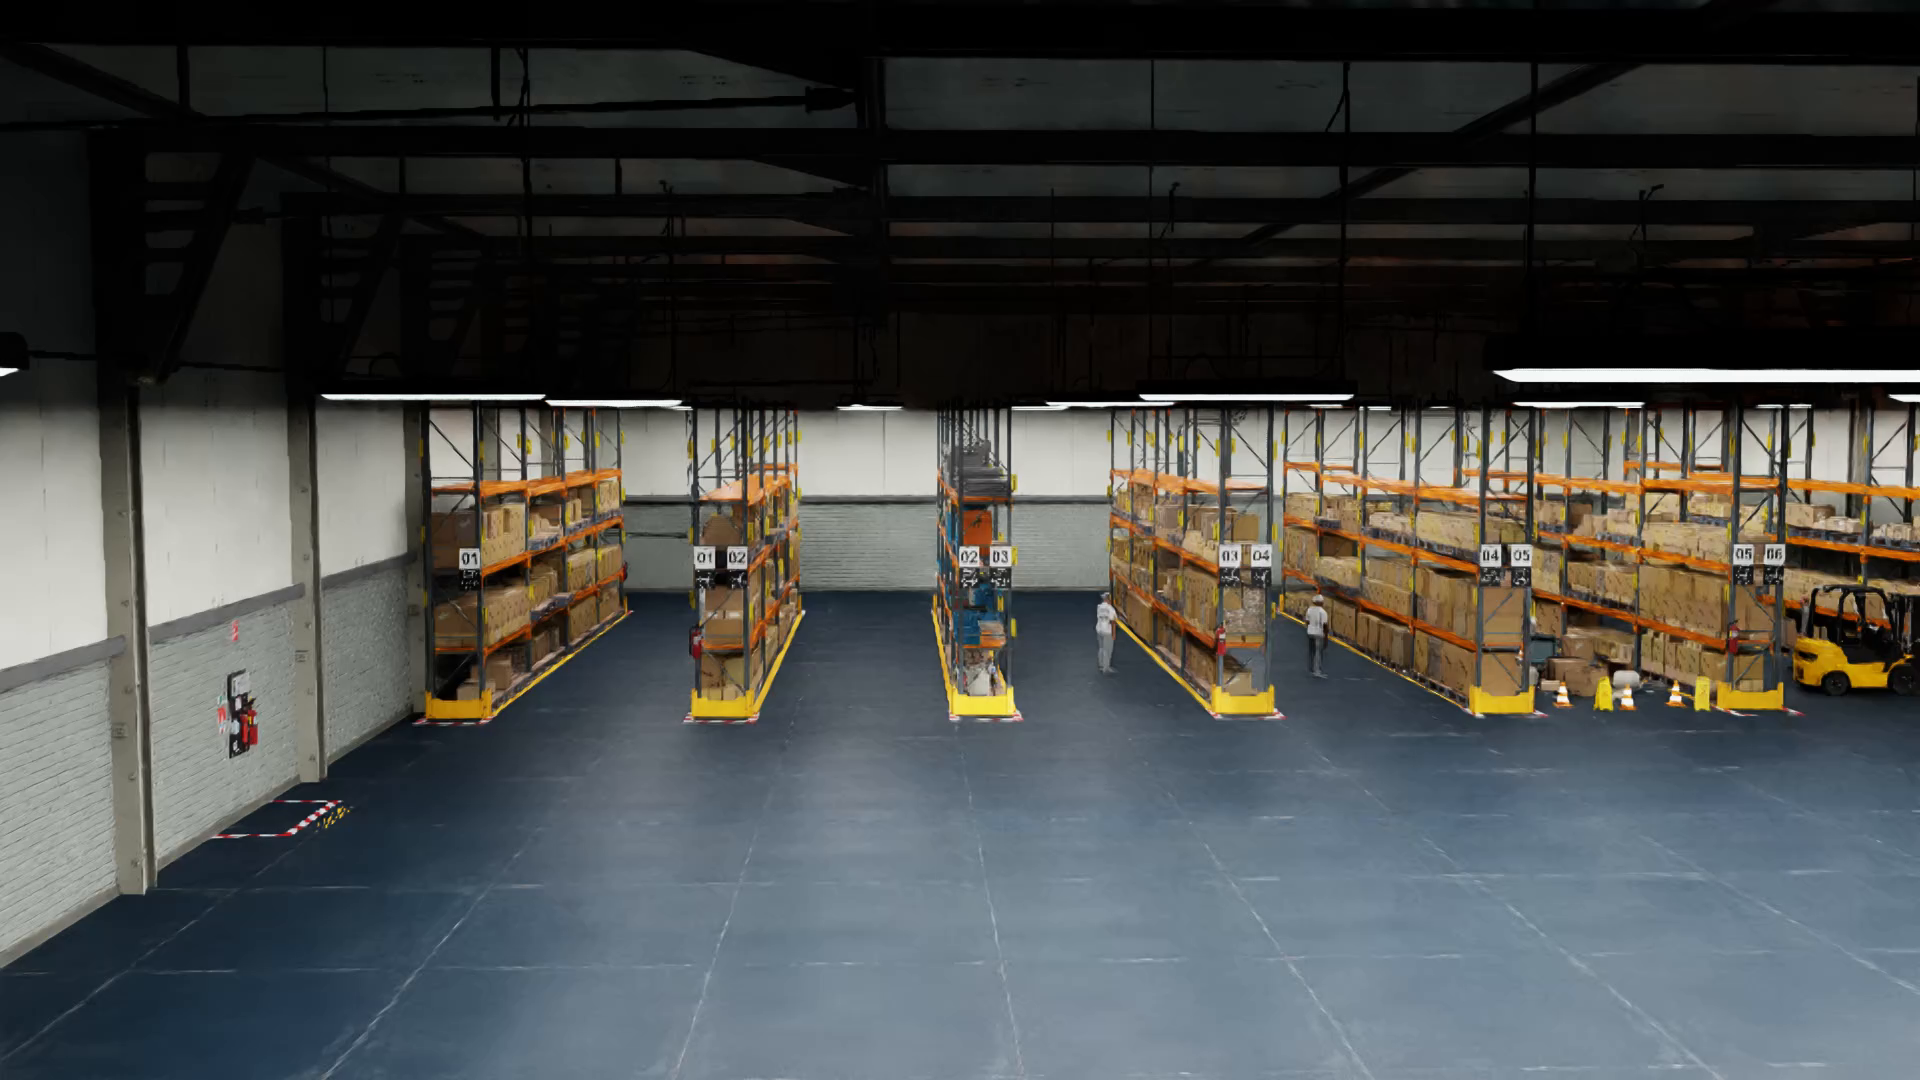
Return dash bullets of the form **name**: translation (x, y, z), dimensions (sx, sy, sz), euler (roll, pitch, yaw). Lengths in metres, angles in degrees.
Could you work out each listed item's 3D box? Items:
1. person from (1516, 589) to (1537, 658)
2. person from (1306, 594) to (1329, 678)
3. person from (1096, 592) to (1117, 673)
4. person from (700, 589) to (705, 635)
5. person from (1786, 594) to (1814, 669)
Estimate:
- **person**: translation (13.013, 1.931, 38.128), dimensions (0.540, 1.667, 0.561), euler (2, 5, 25)
- **person**: translation (7.738, 2.055, 35.870), dimensions (0.463, 1.764, 0.649), euler (-3, 5, -31)
- **person**: translation (3.239, 2.018, 36.466), dimensions (0.476, 1.759, 0.593), euler (-3, 5, -32)
- **person**: translation (-6.506, 1.606, 42.436), dimensions (0.449, 1.671, 0.534), euler (-3, 5, -34)
- **person**: translation (18.500, 2.030, 36.517), dimensions (0.575, 1.718, 0.634), euler (2, 5, 24)
